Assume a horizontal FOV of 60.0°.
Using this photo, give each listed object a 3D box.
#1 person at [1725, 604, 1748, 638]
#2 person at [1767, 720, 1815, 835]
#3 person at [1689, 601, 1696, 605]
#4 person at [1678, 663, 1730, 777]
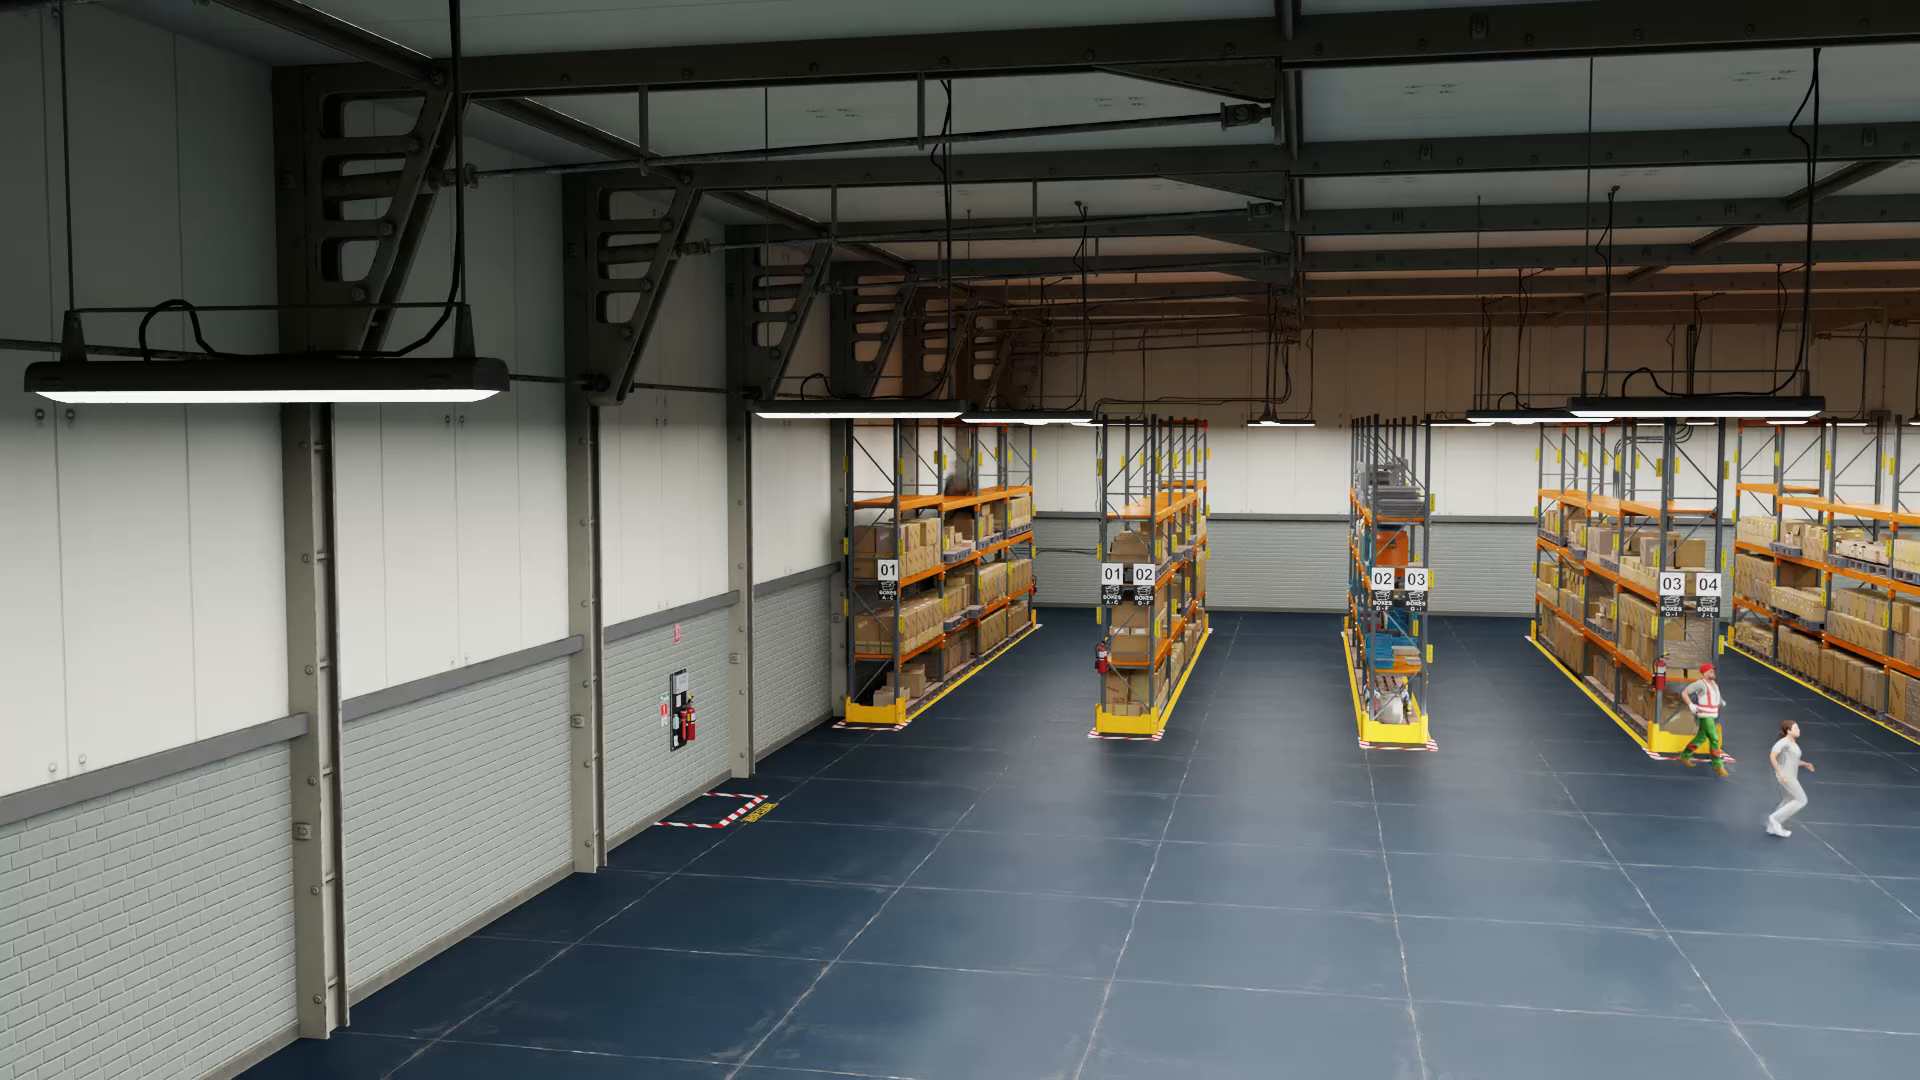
[{"bbox_3d":[21.236,1.907,45.293,0.760,1.609,0.656,3,5,37],"label":"person"},{"bbox_3d":[11.669,3.343,23.353,0.569,1.638,0.573,3,5,35],"label":"person"},{"bbox_3d":[19.840,1.871,44.976,0.534,1.724,0.718,-1,4,-14],"label":"person"},{"bbox_3d":[12.479,2.973,27.755,0.740,1.822,0.896,-4,5,-44],"label":"person"}]
